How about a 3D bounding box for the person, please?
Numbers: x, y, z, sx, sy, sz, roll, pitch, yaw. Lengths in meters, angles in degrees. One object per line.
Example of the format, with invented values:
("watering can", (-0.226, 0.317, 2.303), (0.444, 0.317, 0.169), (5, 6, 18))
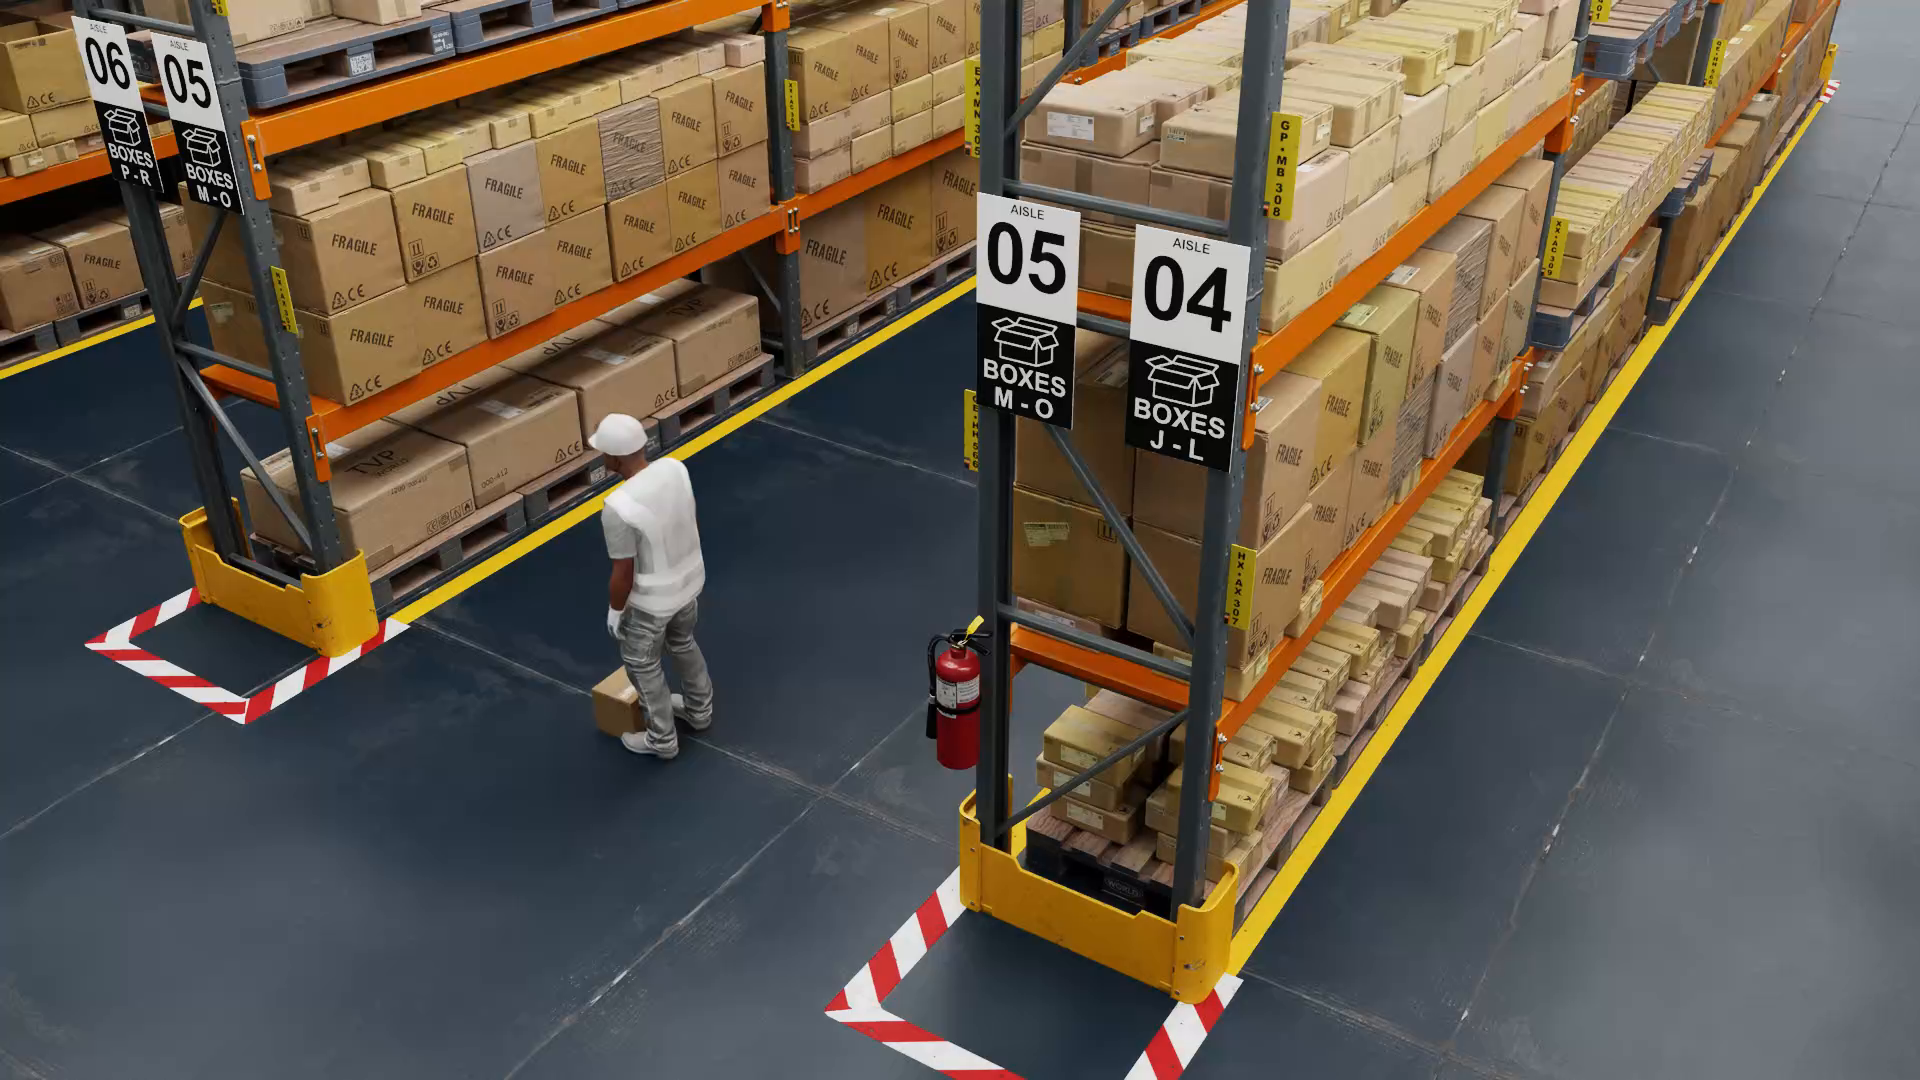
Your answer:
("person", (-1.442, 0.219, 7.804), (0.453, 1.772, 0.615), (16, 34, 25))
